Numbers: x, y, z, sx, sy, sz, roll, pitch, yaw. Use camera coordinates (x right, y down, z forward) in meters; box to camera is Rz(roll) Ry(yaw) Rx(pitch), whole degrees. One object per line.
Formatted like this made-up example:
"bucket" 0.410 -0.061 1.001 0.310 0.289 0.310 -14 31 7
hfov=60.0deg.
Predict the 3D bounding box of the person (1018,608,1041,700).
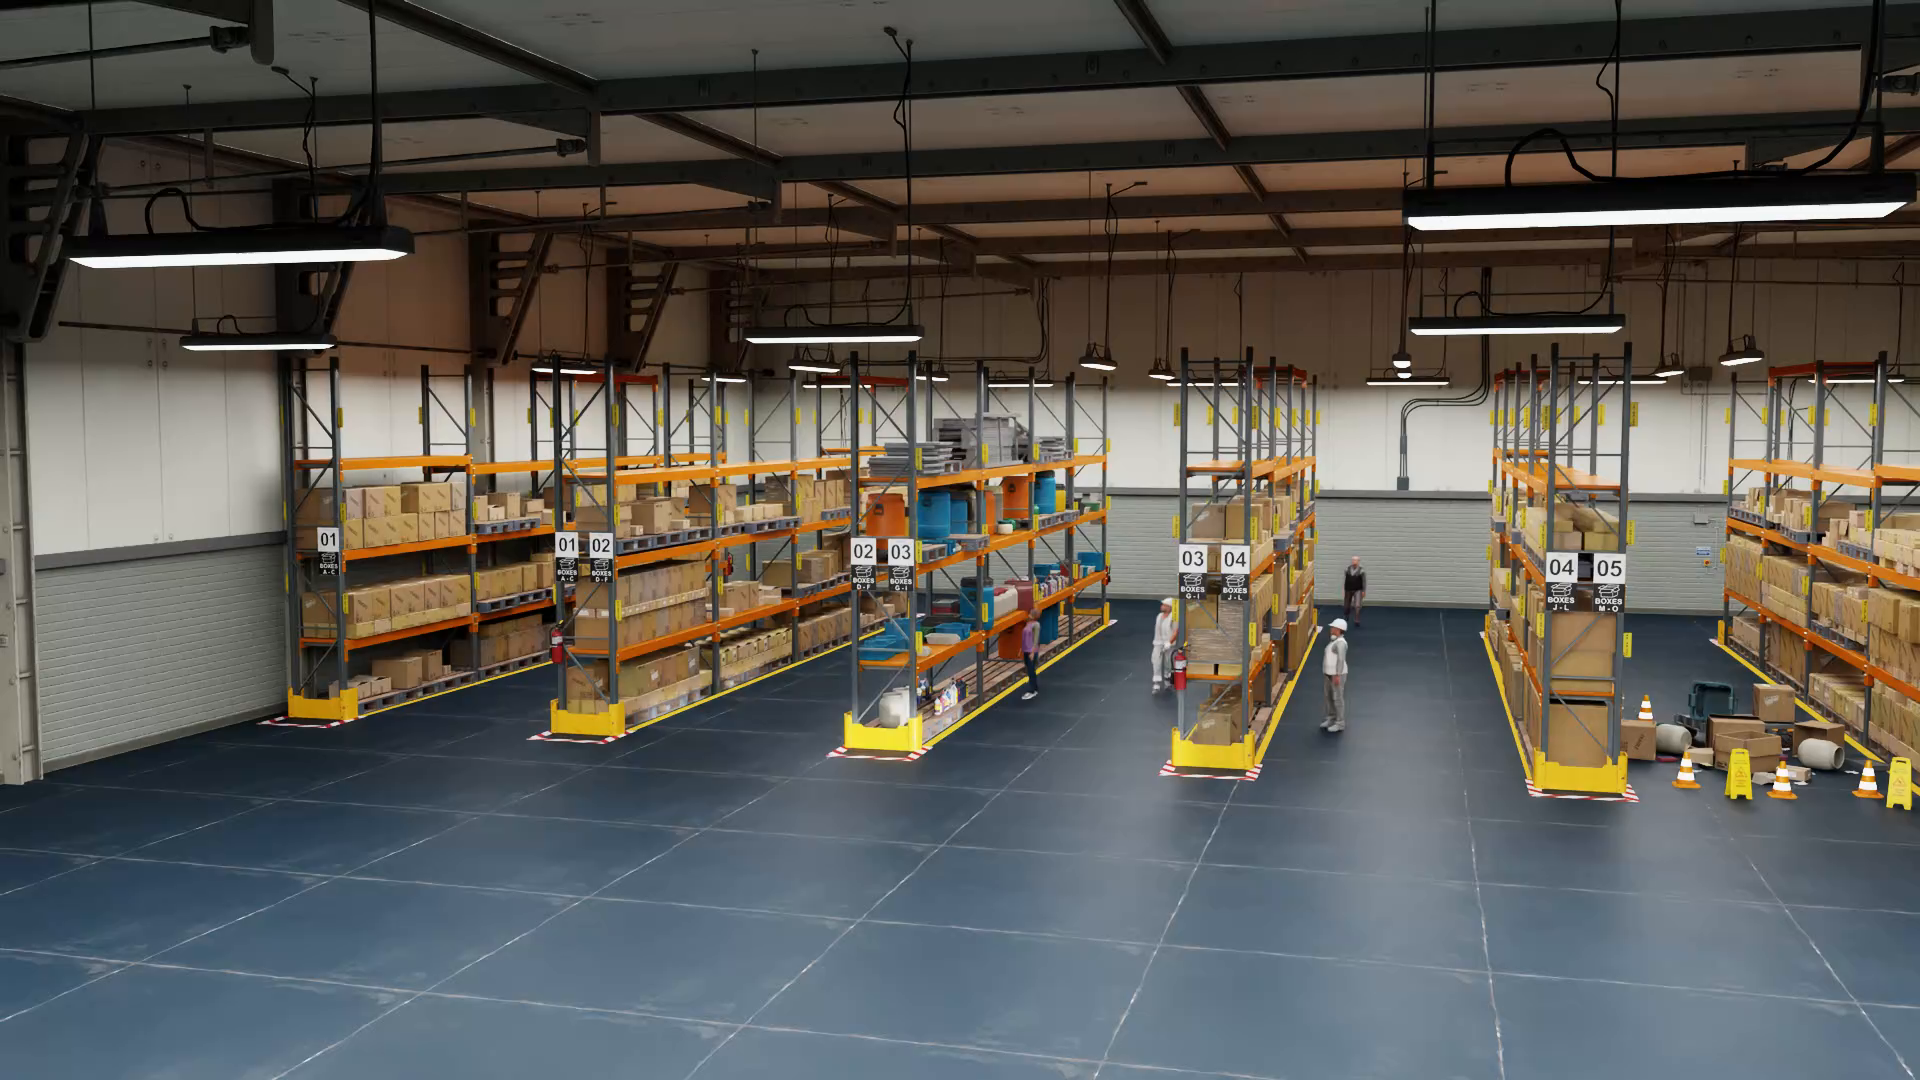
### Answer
"person" 1.247 2.027 29.703 0.481 1.607 0.434 -3 5 -31

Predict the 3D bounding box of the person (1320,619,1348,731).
"person" 6.026 2.149 26.712 0.407 1.780 0.576 -1 4 -15

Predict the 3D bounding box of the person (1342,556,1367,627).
"person" 9.480 1.219 39.976 0.569 1.678 0.841 1 4 12

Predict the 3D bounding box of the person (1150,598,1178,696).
"person" 3.697 1.913 29.925 0.493 1.723 1.060 1 4 13
